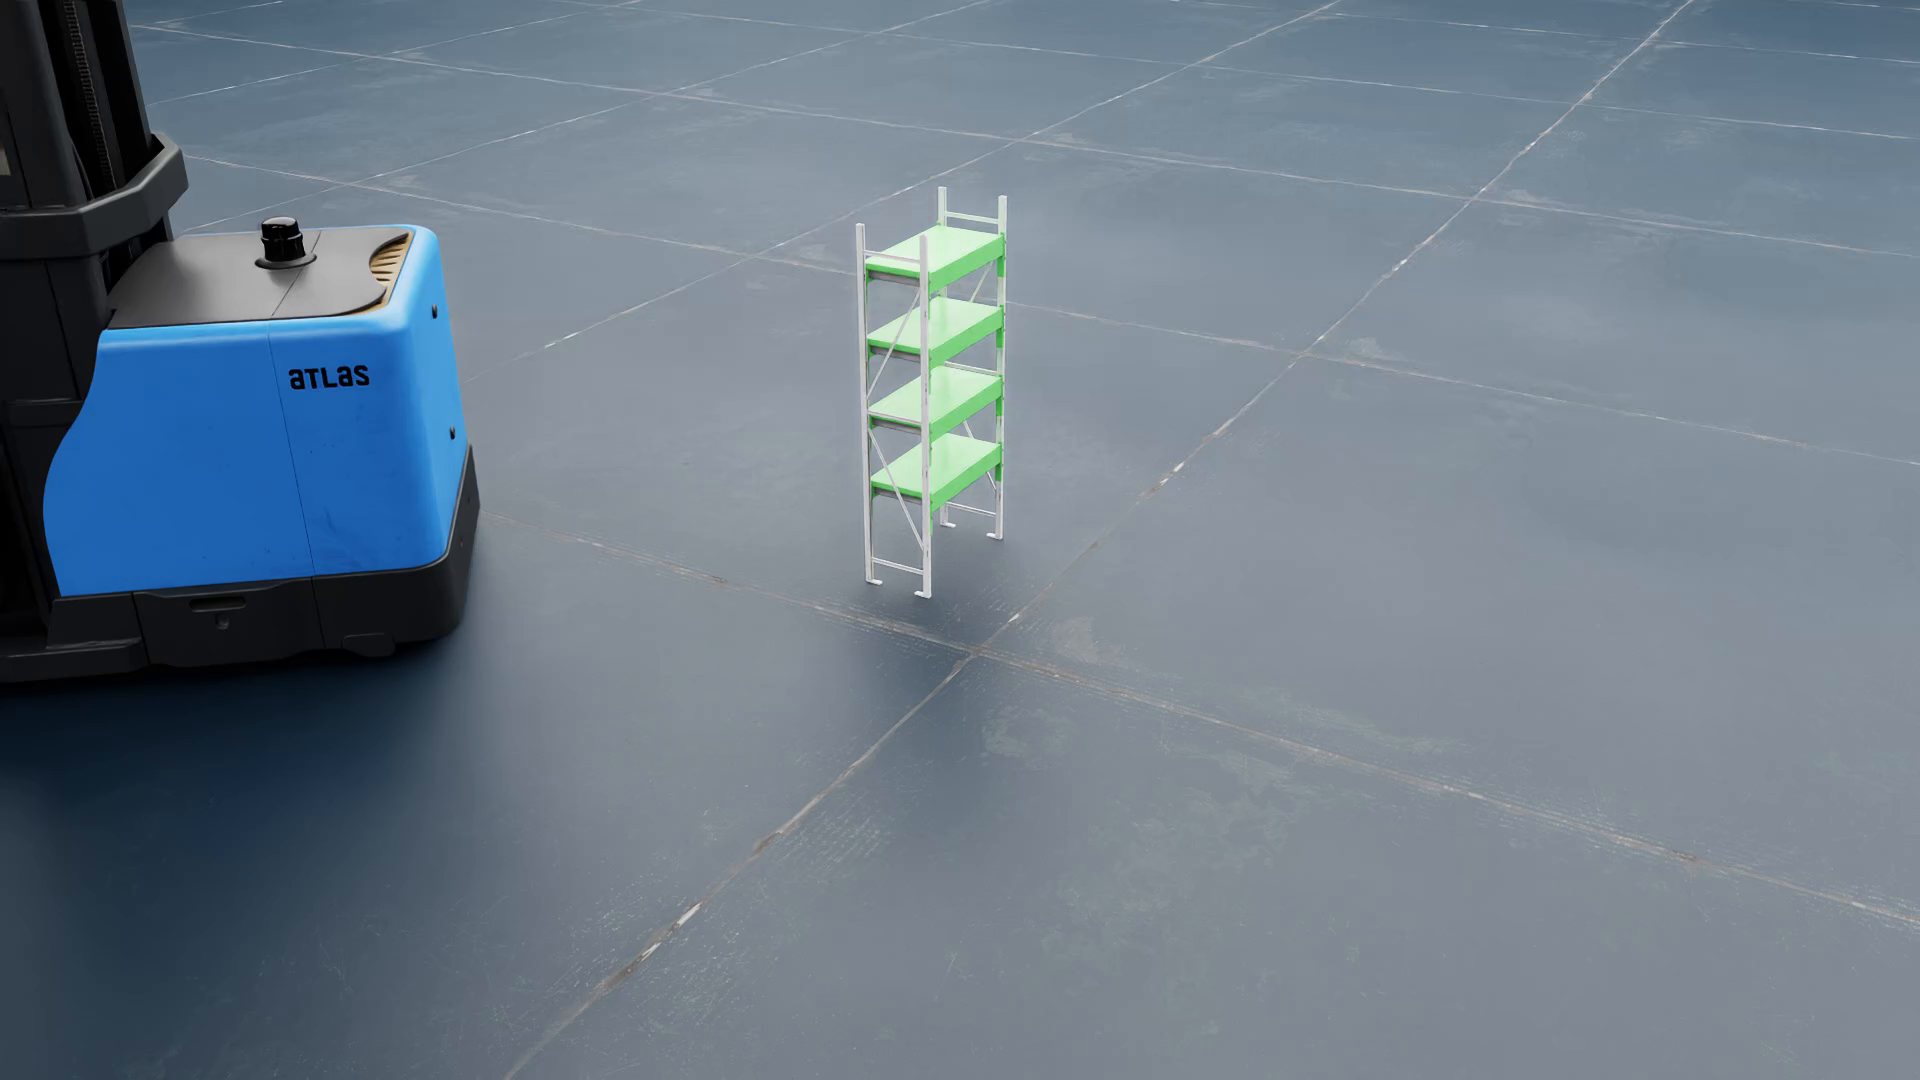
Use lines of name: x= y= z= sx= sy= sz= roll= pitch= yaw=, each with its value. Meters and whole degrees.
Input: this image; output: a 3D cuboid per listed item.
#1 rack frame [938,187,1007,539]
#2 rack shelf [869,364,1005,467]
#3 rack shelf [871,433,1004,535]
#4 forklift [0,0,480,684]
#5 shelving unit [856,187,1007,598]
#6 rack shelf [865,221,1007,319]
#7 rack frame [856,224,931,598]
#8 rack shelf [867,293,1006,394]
rack frame: x=0.039 y=-0.567 z=5.543 sx=0.240 sy=1.200 sz=0.015 roll=14 pitch=30 yaw=26
rack shelf: x=-0.081 y=-0.415 z=5.381 sx=0.258 sy=0.148 sz=0.480 roll=14 pitch=30 yaw=26
rack shelf: x=-0.081 y=-0.200 z=5.489 sx=0.258 sy=0.148 sz=0.480 roll=14 pitch=30 yaw=26
forklift: x=-3.097 y=-1.059 z=4.592 sx=3.031 sy=2.935 sz=1.130 roll=-5 pitch=27 yaw=-9
shelving unit: x=-0.081 y=-0.472 z=5.353 sx=0.258 sy=1.200 sz=0.503 roll=14 pitch=30 yaw=26
rack shelf: x=-0.081 y=-0.844 z=5.166 sx=0.258 sy=0.148 sz=0.480 roll=14 pitch=30 yaw=26
rack frame: x=-0.201 y=-0.377 z=5.163 sx=0.240 sy=1.200 sz=0.015 roll=14 pitch=30 yaw=26
rack shelf: x=-0.081 y=-0.629 z=5.274 sx=0.258 sy=0.148 sz=0.480 roll=14 pitch=30 yaw=26
